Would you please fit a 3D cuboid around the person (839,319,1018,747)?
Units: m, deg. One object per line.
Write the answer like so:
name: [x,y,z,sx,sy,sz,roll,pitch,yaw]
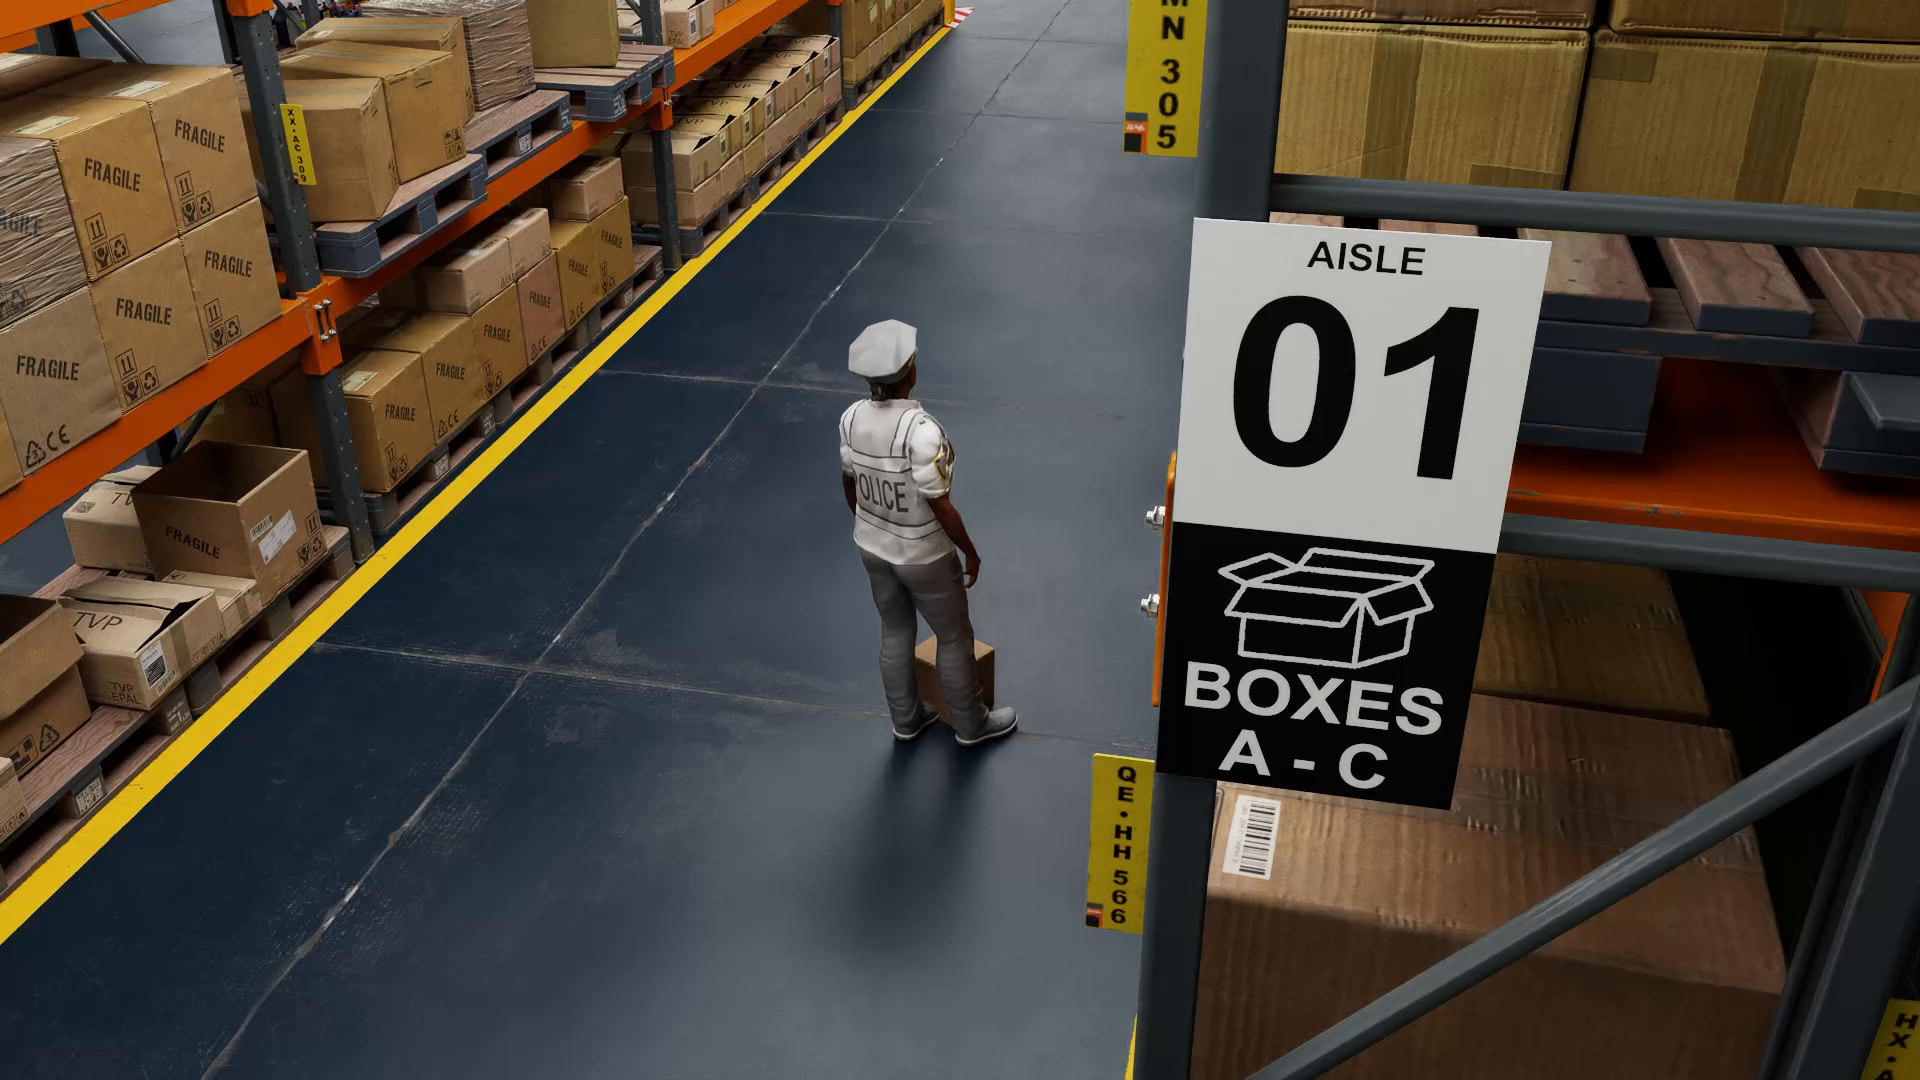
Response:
person: [-0.132,-0.006,6.086,0.569,1.693,0.528,20,35,32]
